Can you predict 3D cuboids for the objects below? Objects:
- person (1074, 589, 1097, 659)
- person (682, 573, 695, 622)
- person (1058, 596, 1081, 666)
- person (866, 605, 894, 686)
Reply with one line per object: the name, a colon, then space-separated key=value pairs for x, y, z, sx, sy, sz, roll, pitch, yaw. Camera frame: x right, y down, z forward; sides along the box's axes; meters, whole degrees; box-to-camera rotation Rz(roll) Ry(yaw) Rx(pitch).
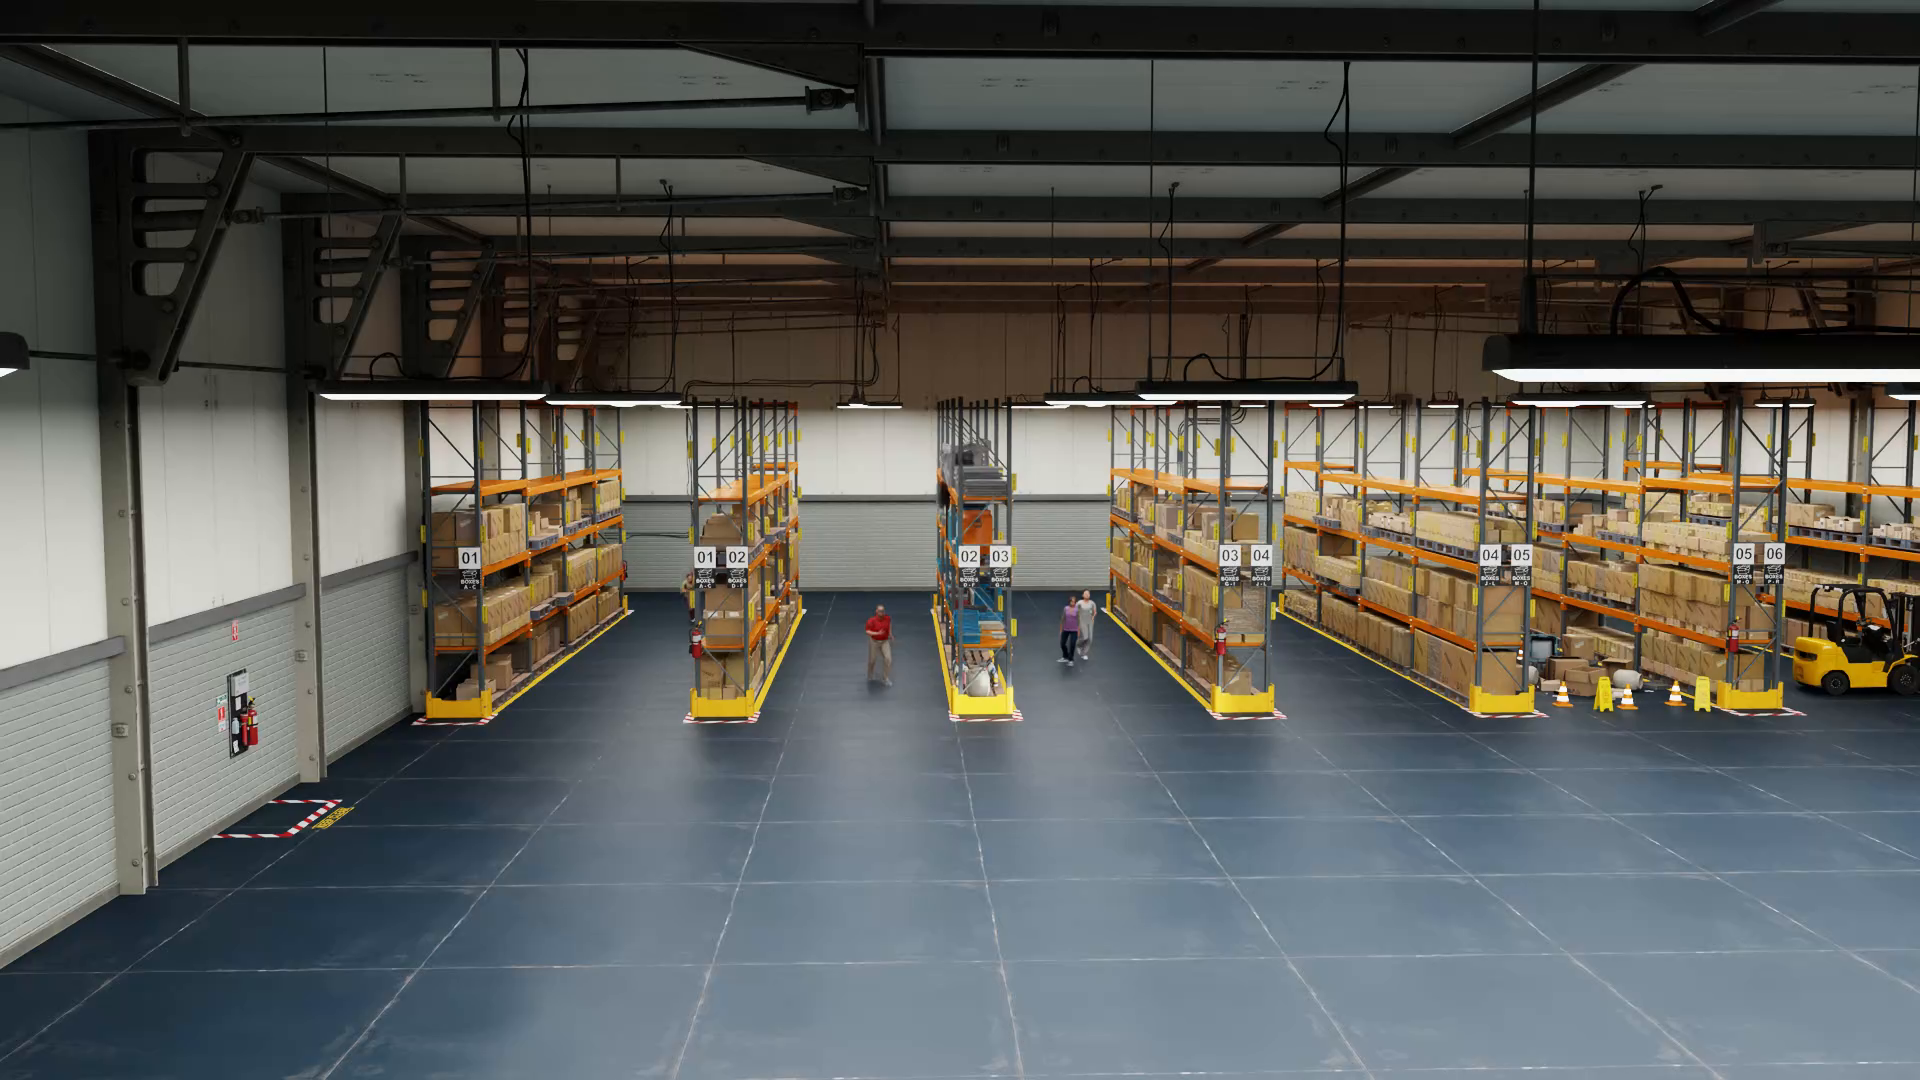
person: x=2.916 y=1.947 z=38.342 sx=0.556 sy=1.626 sz=0.521 roll=-1 pitch=5 yaw=-18
person: x=-7.249 y=1.545 z=44.944 sx=0.591 sy=1.398 sz=0.926 roll=-1 pitch=5 yaw=-17
person: x=2.457 y=2.042 z=37.458 sx=0.540 sy=1.578 sz=0.415 roll=1 pitch=5 yaw=14
person: x=-1.690 y=2.202 z=34.902 sx=0.670 sy=1.711 sz=0.994 roll=-2 pitch=5 yaw=-19
